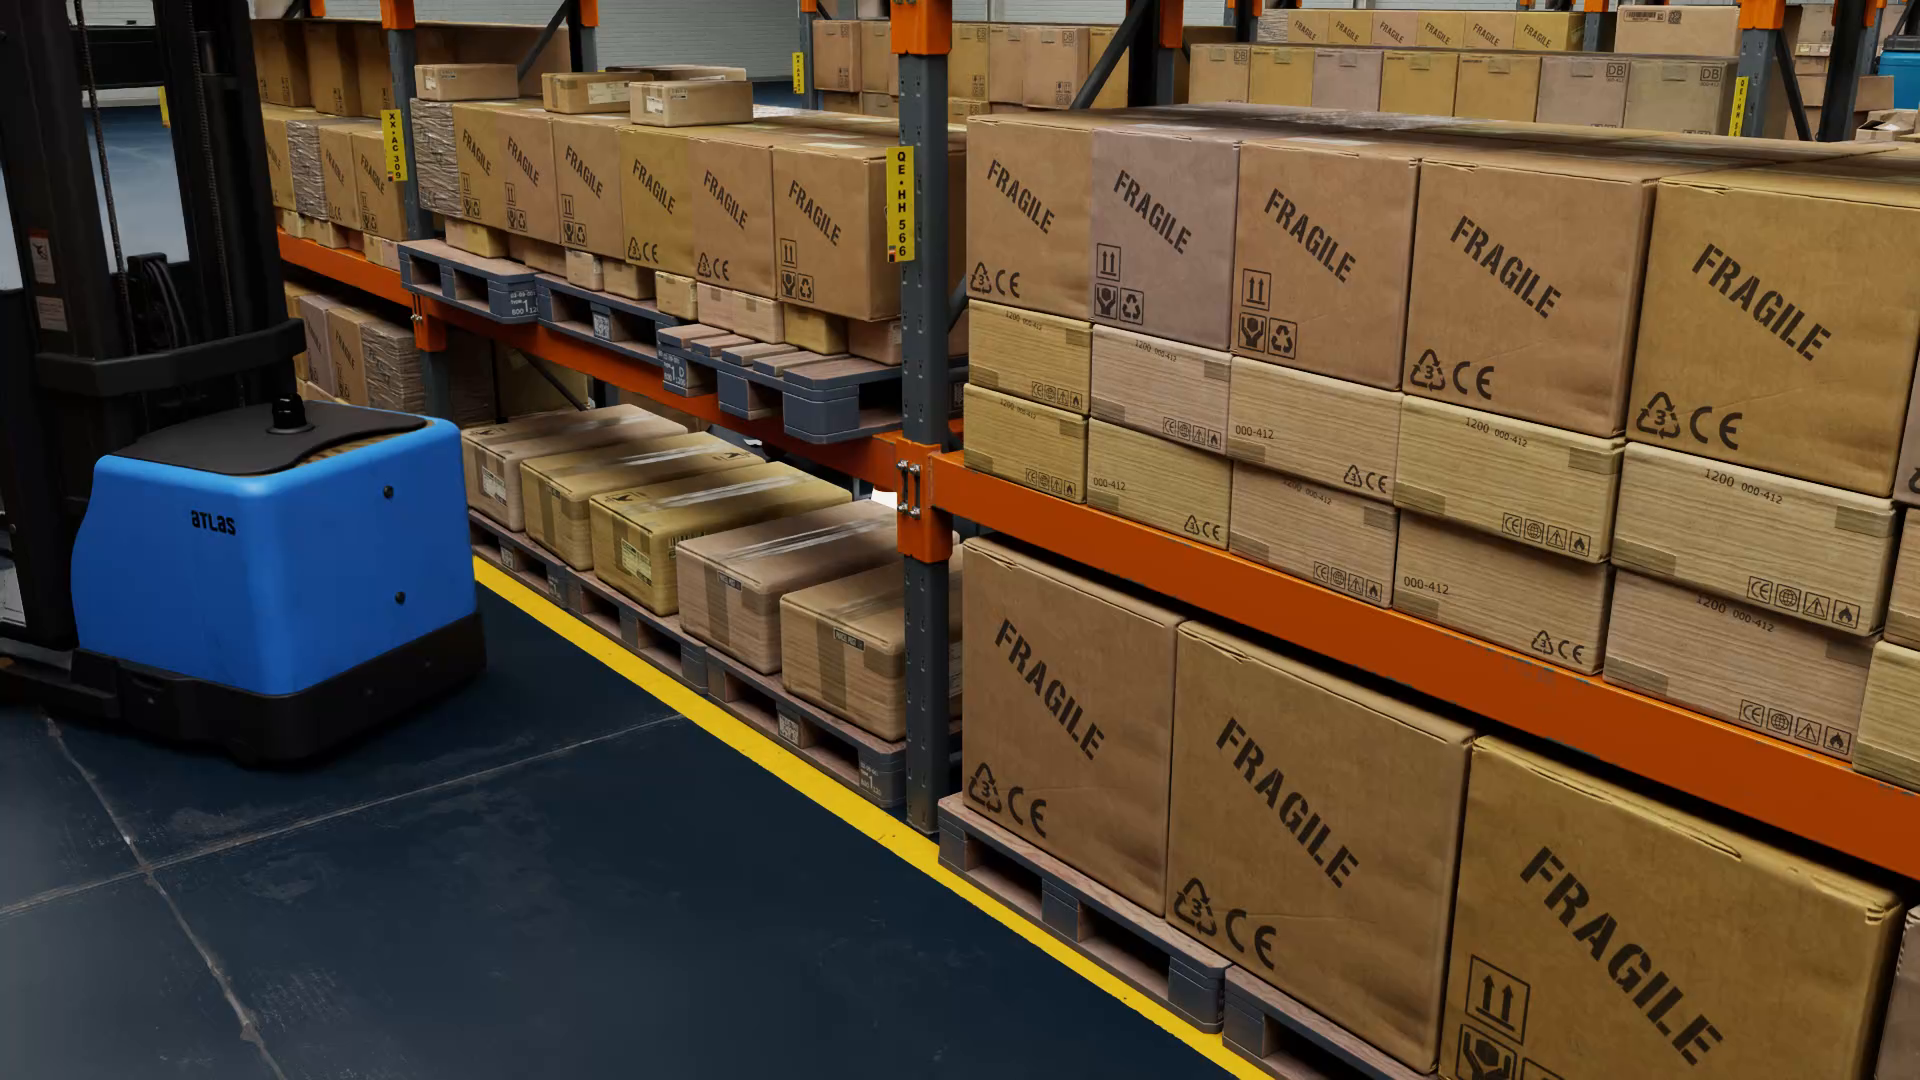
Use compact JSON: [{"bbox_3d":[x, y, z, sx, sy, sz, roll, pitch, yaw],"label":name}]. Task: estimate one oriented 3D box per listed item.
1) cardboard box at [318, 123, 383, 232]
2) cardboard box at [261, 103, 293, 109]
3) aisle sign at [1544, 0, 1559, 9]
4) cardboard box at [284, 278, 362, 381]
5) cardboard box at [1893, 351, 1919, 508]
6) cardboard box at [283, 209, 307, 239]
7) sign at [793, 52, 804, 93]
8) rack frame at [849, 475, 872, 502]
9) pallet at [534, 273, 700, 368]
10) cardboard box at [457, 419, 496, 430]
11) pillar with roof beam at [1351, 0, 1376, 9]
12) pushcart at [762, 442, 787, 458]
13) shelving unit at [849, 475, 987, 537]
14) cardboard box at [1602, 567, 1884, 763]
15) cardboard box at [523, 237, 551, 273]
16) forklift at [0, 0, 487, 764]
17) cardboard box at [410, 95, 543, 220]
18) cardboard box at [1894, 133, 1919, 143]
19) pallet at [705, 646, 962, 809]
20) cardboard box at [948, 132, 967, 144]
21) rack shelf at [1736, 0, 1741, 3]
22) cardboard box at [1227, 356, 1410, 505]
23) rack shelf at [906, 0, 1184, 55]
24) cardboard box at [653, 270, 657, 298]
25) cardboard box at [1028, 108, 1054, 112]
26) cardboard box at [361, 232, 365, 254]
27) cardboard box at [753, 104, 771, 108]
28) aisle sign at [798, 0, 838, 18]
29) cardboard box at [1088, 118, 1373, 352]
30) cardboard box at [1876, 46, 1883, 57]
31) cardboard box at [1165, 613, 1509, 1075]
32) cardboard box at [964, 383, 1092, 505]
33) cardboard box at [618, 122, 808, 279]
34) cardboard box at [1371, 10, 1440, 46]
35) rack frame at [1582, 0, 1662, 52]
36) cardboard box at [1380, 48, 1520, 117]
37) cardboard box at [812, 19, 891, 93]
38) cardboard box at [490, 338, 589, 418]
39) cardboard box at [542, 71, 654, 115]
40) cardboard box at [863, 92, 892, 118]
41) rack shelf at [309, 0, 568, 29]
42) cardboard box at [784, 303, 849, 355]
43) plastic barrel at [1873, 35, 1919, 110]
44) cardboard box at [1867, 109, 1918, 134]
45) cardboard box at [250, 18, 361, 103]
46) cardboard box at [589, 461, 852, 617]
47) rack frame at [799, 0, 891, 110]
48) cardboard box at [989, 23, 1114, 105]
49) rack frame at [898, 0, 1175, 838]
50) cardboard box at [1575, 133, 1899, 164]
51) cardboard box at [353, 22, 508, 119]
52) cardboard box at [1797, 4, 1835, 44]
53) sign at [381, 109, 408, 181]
[{"bbox_3d":[-3.028,-1.924,8.769,0.500,0.500,0.500,-13,22,-34],"label":"cardboard box"},{"bbox_3d":[-4.315,-2.425,10.283,0.500,0.500,0.500,-13,22,-34],"label":"cardboard box"},{"bbox_3d":[7.123,-6.745,19.826,0.394,0.787,0.004,-14,23,-36],"label":"aisle sign"},{"bbox_3d":[-3.783,-1.273,9.948,0.500,0.500,0.500,-13,23,-35],"label":"cardboard box"},{"bbox_3d":[1.934,-0.287,2.707,0.500,0.500,0.500,-13,23,-35],"label":"cardboard box"},{"bbox_3d":[-3.628,-1.824,9.500,0.380,0.149,0.250,-14,23,-36],"label":"cardboard box"},{"bbox_3d":[-1.337,-3.867,13.767,0.100,0.325,0.005,-14,23,-36],"label":"sign"},{"bbox_3d":[-0.365,-0.870,8.559,0.500,1.500,0.032,-14,24,-37],"label":"rack frame"},{"bbox_3d":[-1.010,-0.952,6.771,1.003,0.211,1.213,-14,23,-36],"label":"pallet"},{"bbox_3d":[-2.810,-0.536,8.916,0.500,0.250,0.500,-13,22,-34],"label":"cardboard box"},{"bbox_3d":[4.989,-12.330,31.283,9.100,9.000,0.400,-14,23,-36],"label":"pillar with roof beam"},{"bbox_3d":[-0.476,-0.761,10.062,0.936,0.377,1.648,11,21,30],"label":"pushcart"},{"bbox_3d":[-0.042,-0.740,8.188,0.538,1.500,1.048,-14,24,-37],"label":"shelving unit"},{"bbox_3d":[1.645,0.178,3.290,0.500,0.250,0.500,-15,23,-38],"label":"cardboard box"},{"bbox_3d":[-1.626,-1.241,7.071,0.380,0.149,0.250,-14,23,-35],"label":"cardboard box"},{"bbox_3d":[-3.435,-0.904,6.430,3.031,2.935,1.130,9,20,25],"label":"forklift"},{"bbox_3d":[-2.166,-1.766,7.622,0.500,0.500,0.500,-13,23,-35],"label":"cardboard box"},{"bbox_3d":[4.733,-1.886,8.070,0.380,0.149,0.250,-15,24,-38],"label":"cardboard box"},{"bbox_3d":[-0.233,0.568,6.313,1.003,0.211,1.213,-14,23,-36],"label":"pallet"},{"bbox_3d":[0.153,-1.107,5.635,0.500,0.500,0.500,-15,23,-38],"label":"cardboard box"},{"bbox_3d":[12.062,-6.991,21.076,1.077,0.370,4.000,-14,23,-36],"label":"rack shelf"},{"bbox_3d":[0.992,-0.304,3.951,0.500,0.250,0.500,-14,23,-36],"label":"cardboard box"},{"bbox_3d":[1.493,-1.153,3.445,1.077,0.370,4.000,-14,23,-36],"label":"rack shelf"},{"bbox_3d":[-0.940,-0.999,6.338,0.380,0.149,0.250,-14,23,-36],"label":"cardboard box"},{"bbox_3d":[0.988,-2.831,11.901,0.875,0.550,0.550,-14,23,-36],"label":"cardboard box"},{"bbox_3d":[-2.932,-1.589,8.789,0.380,0.149,0.250,-14,23,-36],"label":"cardboard box"},{"bbox_3d":[-1.141,-1.618,7.176,0.500,0.500,0.500,-13,22,-34],"label":"cardboard box"},{"bbox_3d":[-1.177,-4.719,13.705,0.394,0.787,0.004,-14,23,-36],"label":"aisle sign"},{"bbox_3d":[0.681,-0.796,4.244,0.500,0.500,0.500,-14,23,-36],"label":"cardboard box"},{"bbox_3d":[11.849,-6.239,21.241,0.380,0.149,0.250,-14,23,-36],"label":"cardboard box"},{"bbox_3d":[1.166,0.653,4.331,0.875,0.875,0.875,-14,23,-35],"label":"cardboard box"},{"bbox_3d":[0.358,-0.322,4.803,0.500,0.250,0.500,-14,23,-37],"label":"cardboard box"},{"bbox_3d":[-0.893,-1.258,6.091,0.500,0.500,0.500,-16,24,-40],"label":"cardboard box"},{"bbox_3d":[4.112,-4.574,15.181,0.500,0.500,0.500,-14,23,-36],"label":"cardboard box"},{"bbox_3d":[5.536,-3.483,14.110,1.000,3.000,0.127,-14,23,-36],"label":"rack frame"},{"bbox_3d":[2.845,-2.565,9.588,0.700,0.500,0.500,-14,23,-37],"label":"cardboard box"},{"bbox_3d":[-0.698,-4.010,13.746,0.875,0.550,0.550,-14,23,-36],"label":"cardboard box"},{"bbox_3d":[-2.387,-0.997,9.115,0.500,0.500,0.500,-13,22,-34],"label":"cardboard box"},{"bbox_3d":[-1.462,-1.812,6.732,0.380,0.149,0.250,-12,22,-33],"label":"cardboard box"},{"bbox_3d":[-0.274,-3.383,13.569,0.875,0.550,0.550,-14,23,-36],"label":"cardboard box"},{"bbox_3d":[-3.474,-3.124,9.398,1.077,0.370,4.000,-14,23,-36],"label":"rack shelf"},{"bbox_3d":[-0.360,-0.730,5.527,0.380,0.149,0.250,-14,23,-35],"label":"cardboard box"},{"bbox_3d":[9.421,-4.533,16.484,0.600,0.901,0.708,-14,23,-36],"label":"plastic barrel"},{"bbox_3d":[7.159,-3.084,12.473,0.500,0.250,0.500,-15,23,-38],"label":"cardboard box"},{"bbox_3d":[-4.227,-3.115,10.774,0.700,0.500,0.500,-15,23,-37],"label":"cardboard box"},{"bbox_3d":[-1.022,-0.025,7.177,0.950,0.372,0.625,-13,22,-34],"label":"cardboard box"},{"bbox_3d":[-0.898,-3.526,14.238,1.000,3.000,0.127,-14,23,-36],"label":"rack frame"},{"bbox_3d":[0.723,-3.494,12.186,0.875,0.550,0.550,-14,23,-36],"label":"cardboard box"},{"bbox_3d":[0.251,-0.563,5.292,1.000,3.000,0.127,-14,23,-36],"label":"rack frame"},{"bbox_3d":[1.714,-0.634,3.757,0.500,0.500,0.500,-14,23,-37],"label":"cardboard box"},{"bbox_3d":[-2.926,-2.622,9.287,0.700,0.500,0.500,-15,23,-37],"label":"cardboard box"},{"bbox_3d":[11.464,-6.806,21.920,0.700,0.500,0.500,-15,23,-38],"label":"cardboard box"},{"bbox_3d":[-2.653,-1.852,7.807,0.100,0.325,0.005,-14,23,-36],"label":"sign"}]
